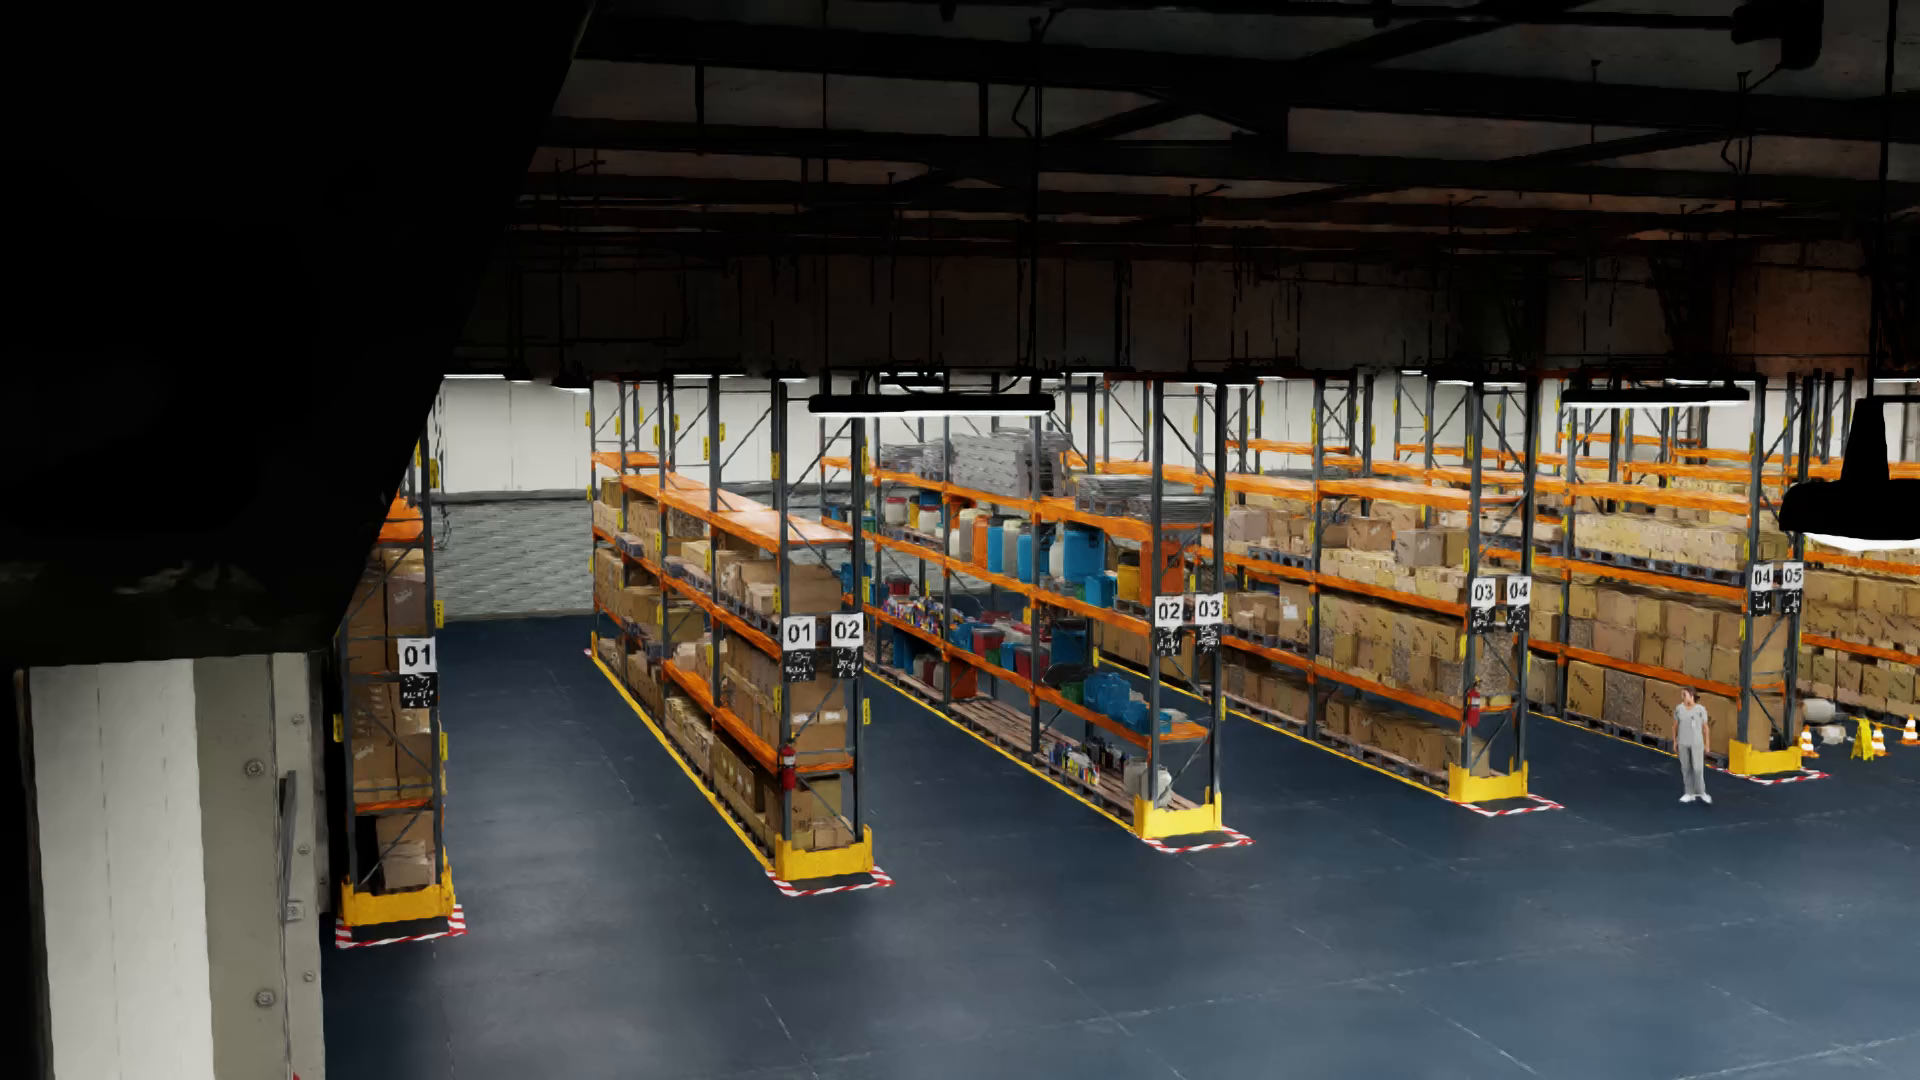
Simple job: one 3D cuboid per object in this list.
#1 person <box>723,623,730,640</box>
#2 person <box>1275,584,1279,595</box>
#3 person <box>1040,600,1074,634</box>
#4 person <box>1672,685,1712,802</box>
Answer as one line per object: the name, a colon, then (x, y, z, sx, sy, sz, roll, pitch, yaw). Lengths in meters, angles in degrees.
person: (-4.994, 1.485, 36.247, 0.448, 1.584, 1.109, -2, 7, -17)
person: (6.757, 1.634, 35.016, 0.445, 1.560, 1.081, -3, 7, -22)
person: (2.003, 1.636, 34.431, 0.729, 1.734, 0.546, -2, 7, -19)
person: (10.364, 2.874, 23.507, 0.570, 1.666, 0.382, 5, 8, 38)
